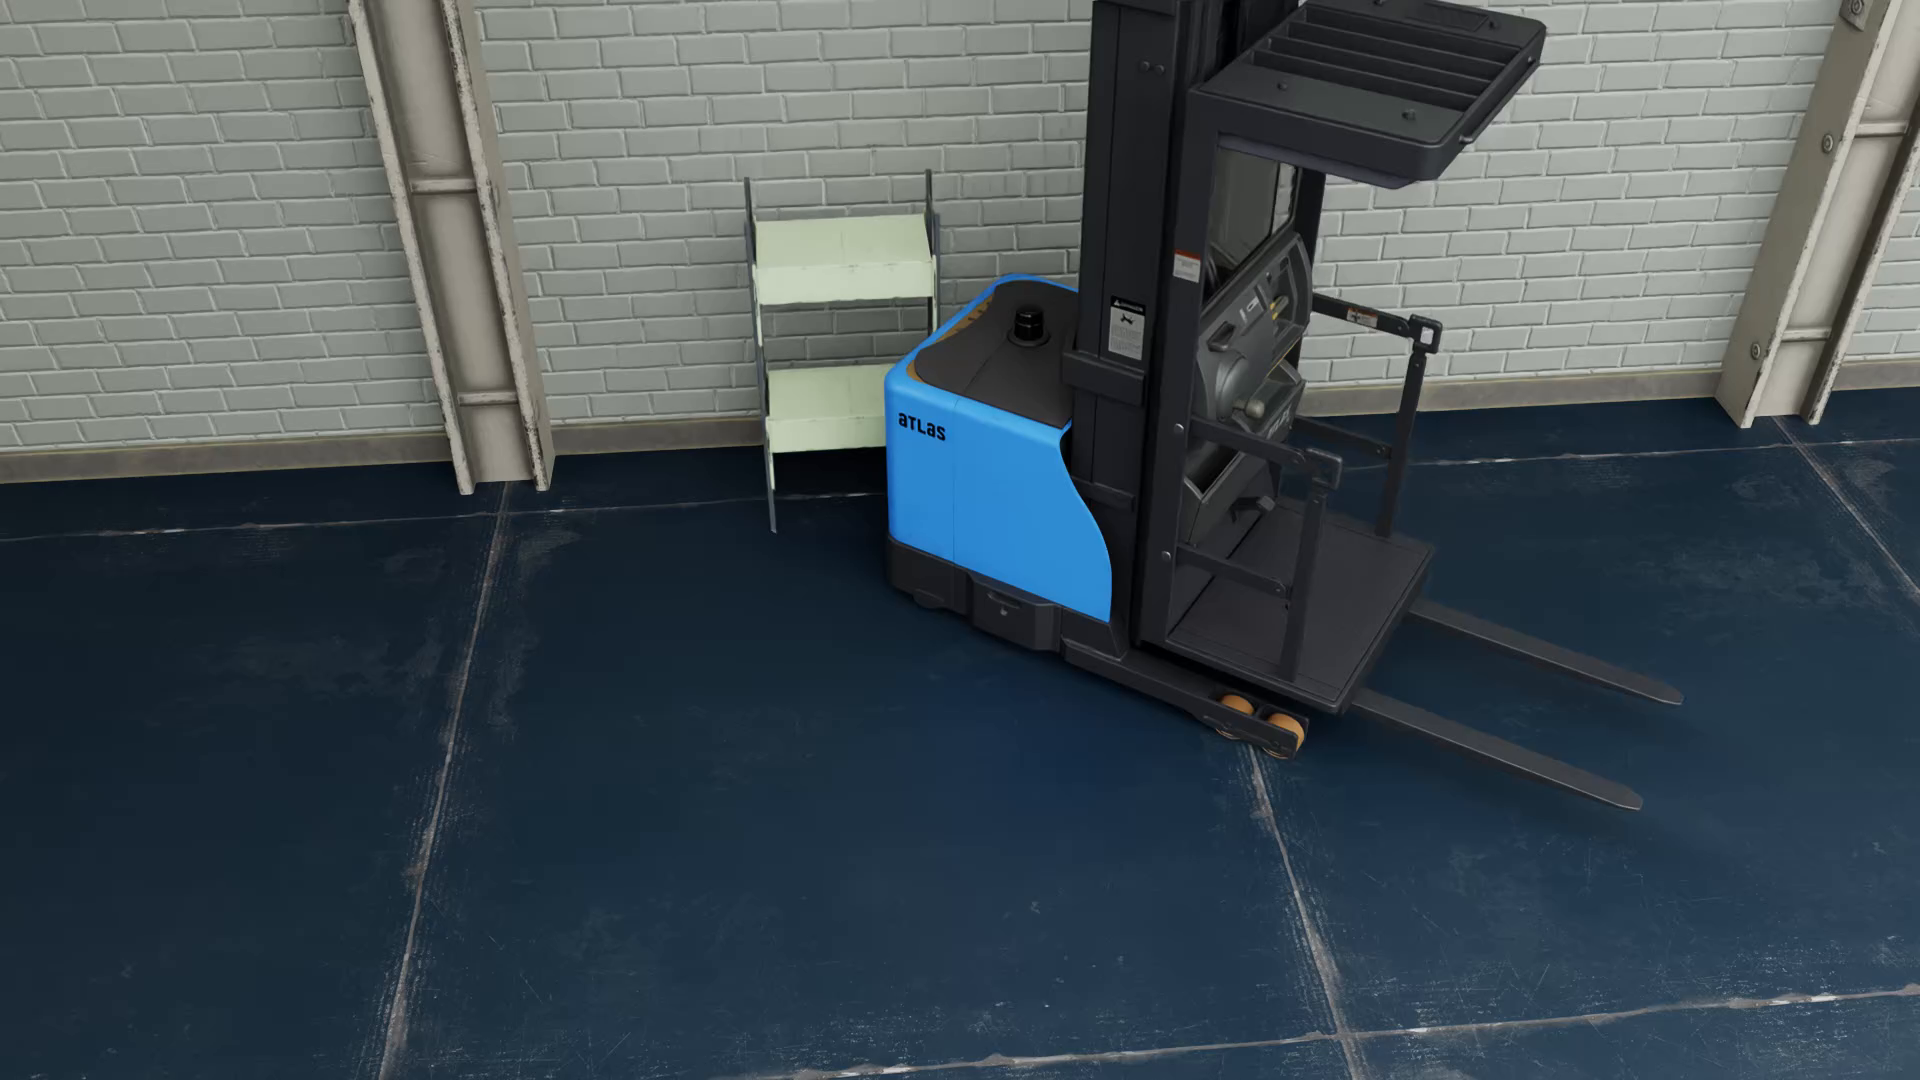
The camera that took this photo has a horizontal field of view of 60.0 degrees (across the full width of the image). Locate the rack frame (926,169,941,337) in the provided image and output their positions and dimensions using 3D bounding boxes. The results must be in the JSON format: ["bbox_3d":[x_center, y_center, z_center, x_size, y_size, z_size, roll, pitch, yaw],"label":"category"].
[{"bbox_3d":[-0.108,-0.791,7.042,0.023,1.500,0.400,-4,38,-5],"label":"rack frame"}]

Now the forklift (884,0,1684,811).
[{"bbox_3d":[1.219,-0.713,5.788,3.031,2.935,1.130,21,43,24],"label":"forklift"}]

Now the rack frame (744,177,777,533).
[{"bbox_3d":[-0.836,-0.745,6.984,0.023,1.500,0.400,-4,38,-5],"label":"rack frame"}]

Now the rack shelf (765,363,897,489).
[{"bbox_3d":[-0.472,-0.512,7.215,0.720,0.370,0.431,-4,38,-5],"label":"rack shelf"}]

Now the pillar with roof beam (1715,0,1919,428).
[{"bbox_3d":[4.283,-1.516,1.907,0.400,9.000,9.100,-3,38,-4],"label":"pillar with roof beam"}]

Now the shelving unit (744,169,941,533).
[{"bbox_3d":[-0.472,-0.768,7.013,0.755,1.500,0.431,-4,38,-5],"label":"shelving unit"}]

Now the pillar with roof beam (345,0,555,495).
[{"bbox_3d":[-1.694,-1.187,1.490,0.400,9.000,9.100,-3,38,-4],"label":"pillar with roof beam"}]

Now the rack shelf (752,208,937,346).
[{"bbox_3d":[-0.472,-1.075,6.771,0.720,0.370,0.431,-4,38,-5],"label":"rack shelf"}]
